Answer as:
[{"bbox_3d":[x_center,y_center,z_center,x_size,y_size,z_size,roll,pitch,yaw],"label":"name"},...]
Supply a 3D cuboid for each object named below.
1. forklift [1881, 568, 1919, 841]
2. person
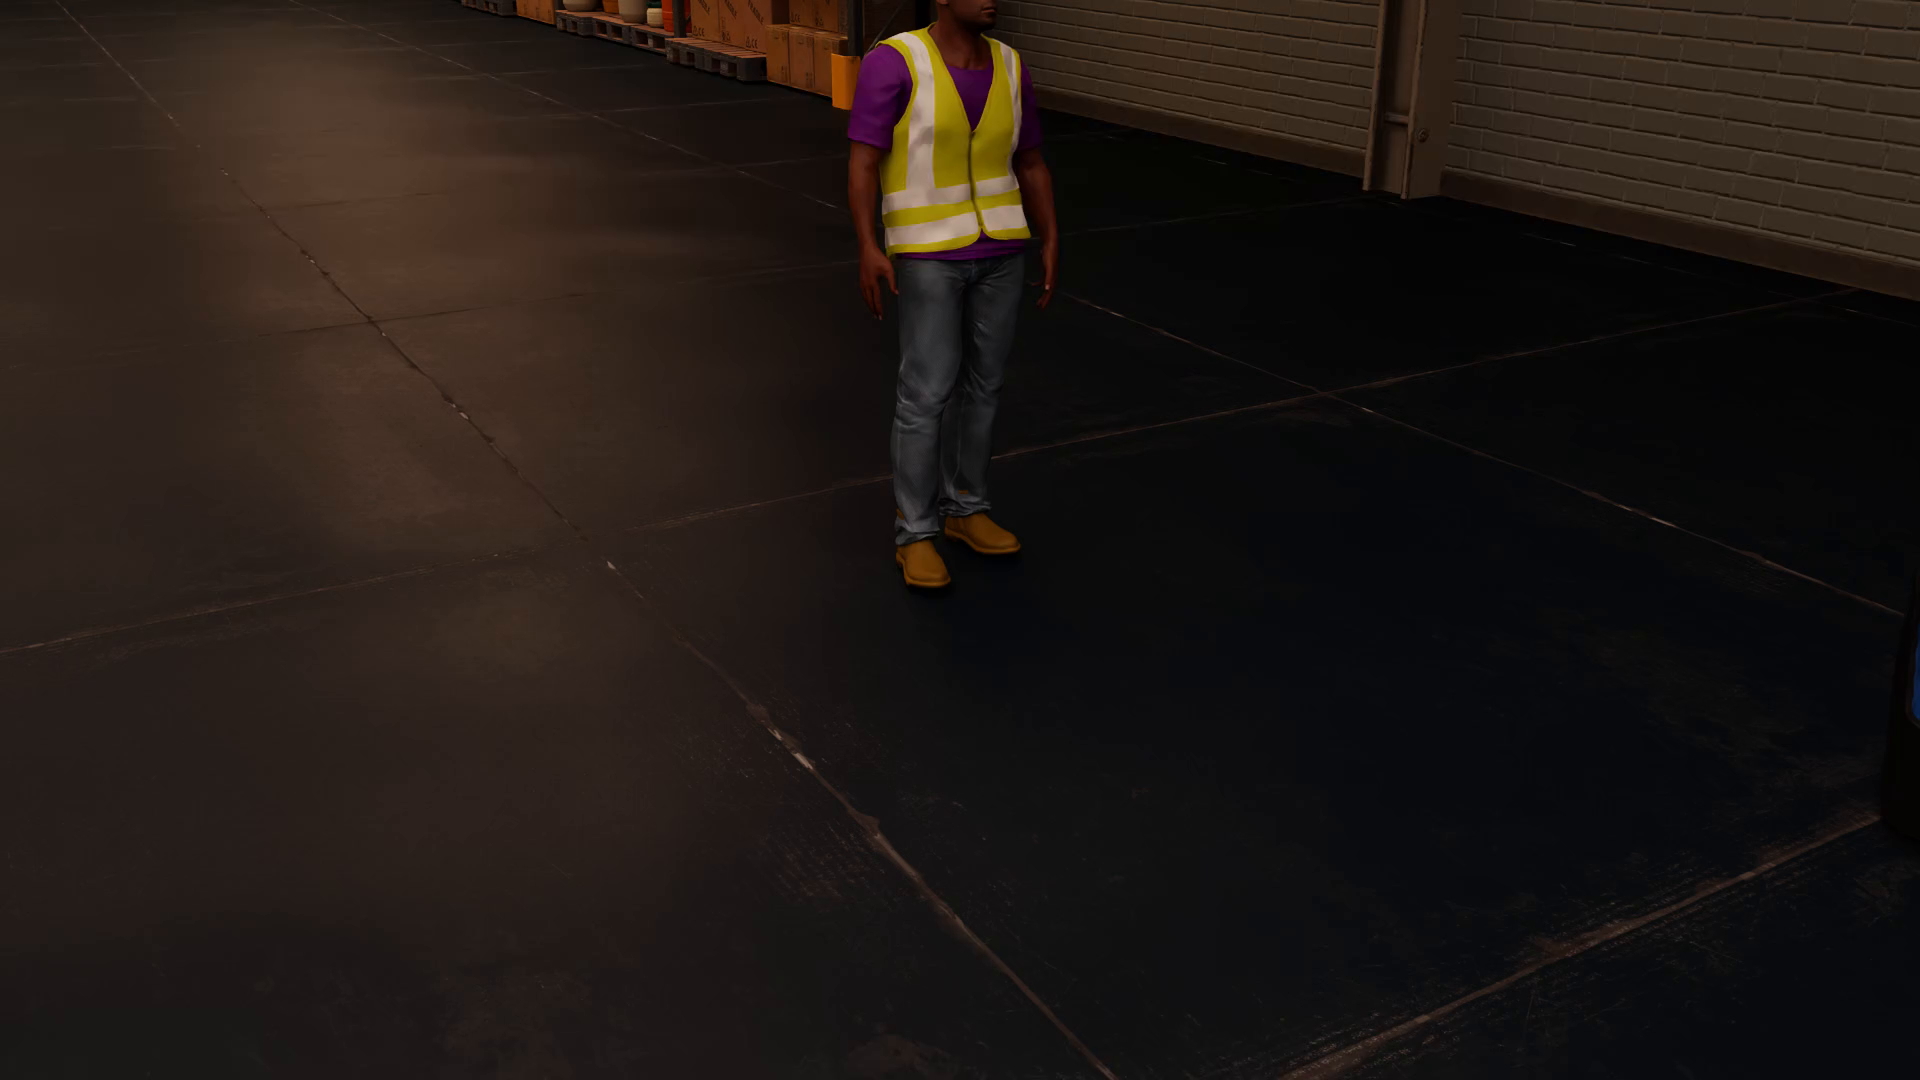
[{"bbox_3d":[3.486,-0.569,2.659,3.031,2.935,1.130,12,25,27],"label":"forklift"},{"bbox_3d":[0.031,-0.799,4.738,0.666,1.768,0.575,-12,25,-28],"label":"person"}]
